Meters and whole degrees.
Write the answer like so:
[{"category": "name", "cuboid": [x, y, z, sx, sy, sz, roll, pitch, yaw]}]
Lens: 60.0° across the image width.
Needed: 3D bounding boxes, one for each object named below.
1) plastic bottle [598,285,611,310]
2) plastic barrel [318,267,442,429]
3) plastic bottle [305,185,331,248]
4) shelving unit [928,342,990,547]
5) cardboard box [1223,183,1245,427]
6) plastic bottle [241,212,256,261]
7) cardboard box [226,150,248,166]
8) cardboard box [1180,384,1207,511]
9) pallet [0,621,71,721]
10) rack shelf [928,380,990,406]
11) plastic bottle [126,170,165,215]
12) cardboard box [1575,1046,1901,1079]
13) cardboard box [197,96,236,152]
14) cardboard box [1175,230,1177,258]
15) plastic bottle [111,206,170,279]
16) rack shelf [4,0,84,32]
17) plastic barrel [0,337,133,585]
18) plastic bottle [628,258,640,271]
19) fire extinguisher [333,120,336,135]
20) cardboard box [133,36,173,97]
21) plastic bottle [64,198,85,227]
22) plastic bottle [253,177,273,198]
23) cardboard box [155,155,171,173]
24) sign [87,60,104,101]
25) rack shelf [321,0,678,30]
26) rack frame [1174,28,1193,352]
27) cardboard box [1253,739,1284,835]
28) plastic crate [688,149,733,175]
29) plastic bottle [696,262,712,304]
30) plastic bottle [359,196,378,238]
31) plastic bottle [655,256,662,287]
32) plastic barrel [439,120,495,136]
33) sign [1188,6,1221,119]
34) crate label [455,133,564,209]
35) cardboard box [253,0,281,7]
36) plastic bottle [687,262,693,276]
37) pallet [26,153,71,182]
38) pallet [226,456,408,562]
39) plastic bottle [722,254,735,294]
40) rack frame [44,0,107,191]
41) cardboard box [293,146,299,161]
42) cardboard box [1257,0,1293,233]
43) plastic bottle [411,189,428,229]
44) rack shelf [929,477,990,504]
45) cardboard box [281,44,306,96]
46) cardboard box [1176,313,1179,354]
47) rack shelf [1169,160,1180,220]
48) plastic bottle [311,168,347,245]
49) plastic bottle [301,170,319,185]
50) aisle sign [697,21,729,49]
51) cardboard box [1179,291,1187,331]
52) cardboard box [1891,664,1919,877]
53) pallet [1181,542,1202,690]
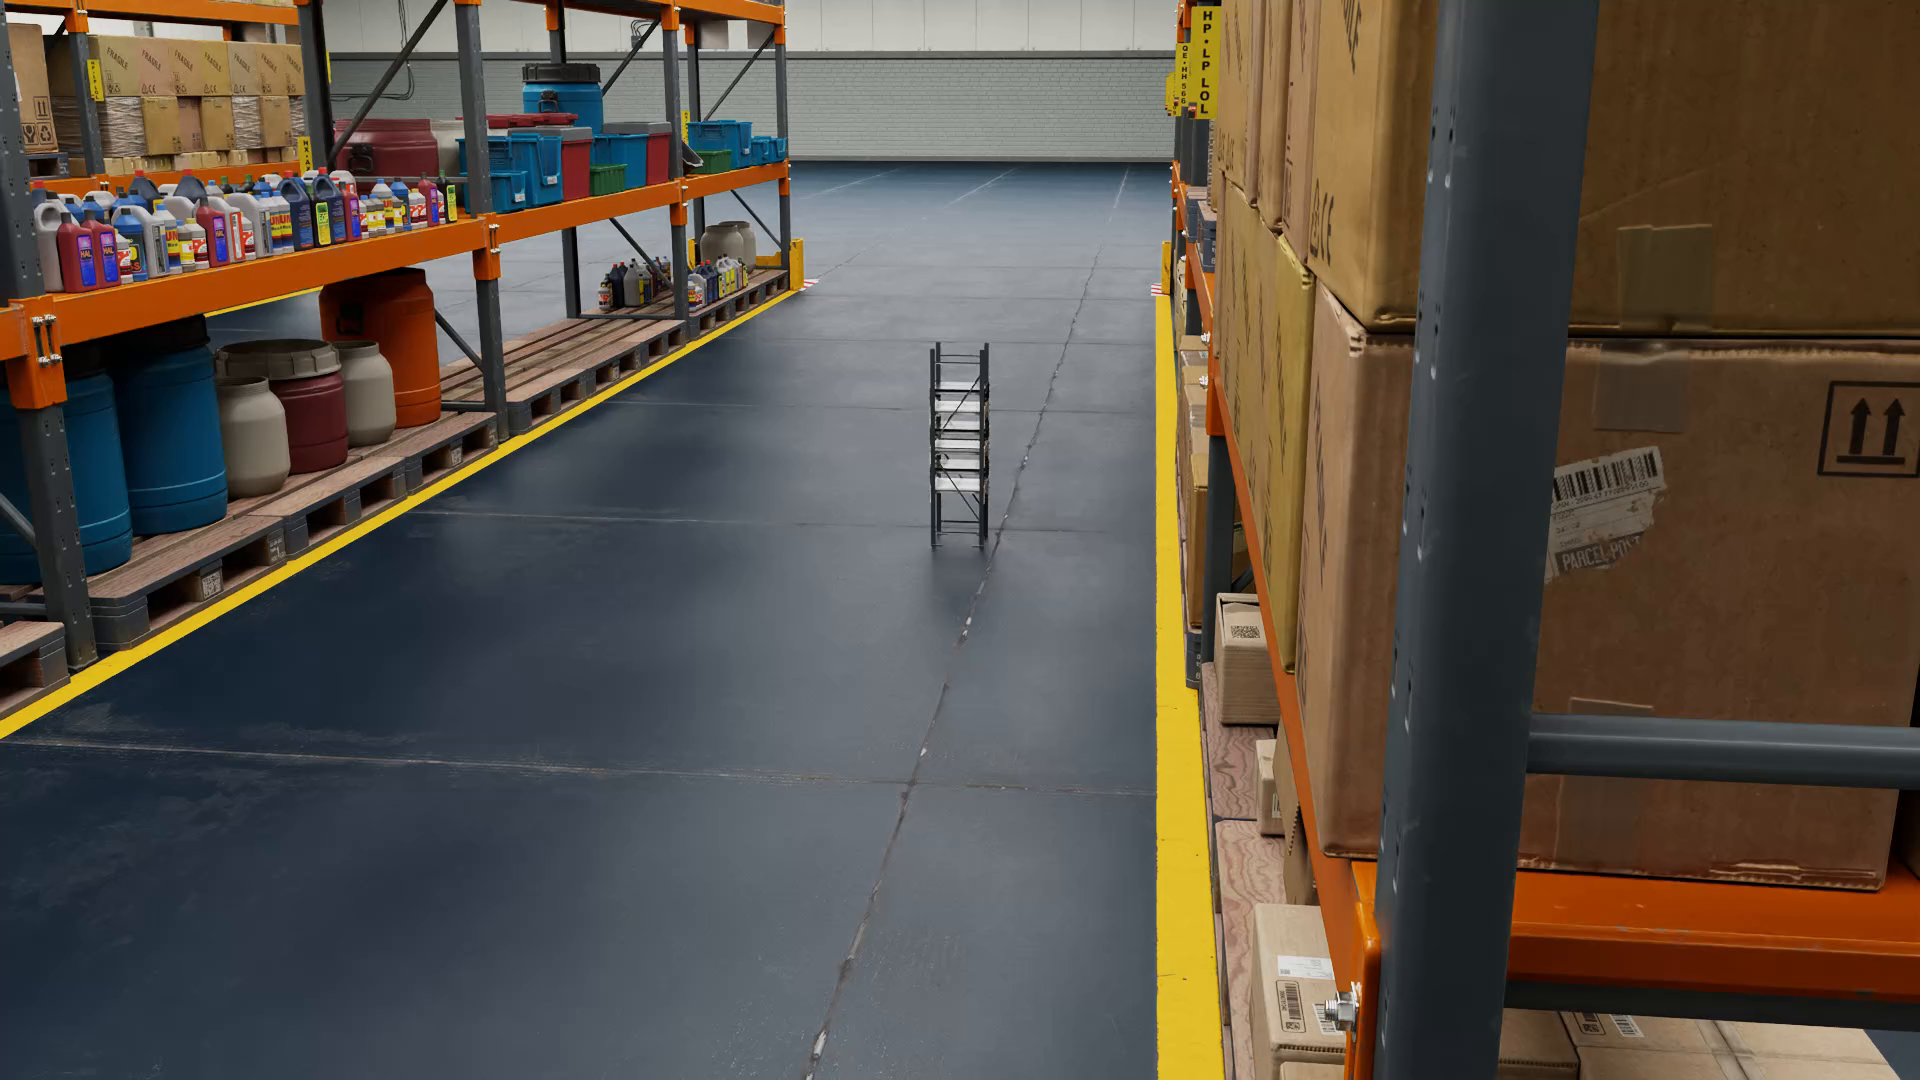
[{"category": "plastic bottle", "cuboid": [-2.994, -2.046, 14.001, 0.097, 0.201, 0.097, 0, 15, 0]}, {"category": "plastic barrel", "cuboid": [-3.215, -1.072, 9.232, 0.600, 0.830, 0.708, 2, 15, 6]}, {"category": "plastic bottle", "cuboid": [-2.963, -1.491, 7.654, 0.061, 0.283, 0.133, 2, 15, 6]}, {"category": "shelving unit", "cuboid": [-0.001, -0.432, 7.537, 0.258, 0.900, 0.210, 2, 15, 6]}, {"category": "cardboard box", "cuboid": [0.852, -0.521, 3.652, 0.500, 0.500, 0.500, 2, 15, 6]}, {"category": "plastic bottle", "cuboid": [-3.053, -1.289, 7.063, 0.097, 0.201, 0.097, 0, 15, 0]}, {"category": "cardboard box", "cuboid": [-7.087, -3.671, 15.975, 0.380, 0.149, 0.250, 2, 15, 6]}, {"category": "cardboard box", "cuboid": [1.240, -0.392, 7.311, 0.500, 0.500, 0.500, 1, 15, 4]}, {"category": "pallet", "cuboid": [-3.672, 0.531, 5.293, 1.003, 0.211, 1.213, 2, 15, 6]}, {"category": "rack shelf", "cuboid": [-0.001, -0.661, 7.475, 0.258, 0.077, 0.200, 2, 15, 6]}, {"category": "plastic bottle", "cuboid": [-3.725, -1.517, 7.619, 0.144, 0.351, 0.185, 2, 15, 6]}, {"category": "cardboard box", "cuboid": [1.242, 1.030, 2.530, 0.500, 0.250, 0.500, 2, 15, 6]}, {"category": "cardboard box", "cuboid": [-7.389, -3.924, 15.666, 0.875, 0.500, 0.500, 2, 15, 6]}, {"category": "cardboard box", "cuboid": [2.311, -2.947, 15.842, 0.500, 0.500, 0.500, 2, 15, 6]}, {"category": "plastic bottle", "cuboid": [-3.156, -1.151, 6.408, 0.152, 0.276, 0.135, 2, 15, 6]}, {"category": "rack shelf", "cuboid": [-7.872, -3.809, 11.635, 1.077, 0.370, 4.000, 2, 15, 6]}, {"category": "plastic barrel", "cuboid": [-3.550, -0.337, 6.377, 0.600, 0.901, 0.708, 2, 15, 6]}, {"category": "plastic bottle", "cuboid": [-2.881, -2.324, 14.743, 0.144, 0.351, 0.185, 2, 15, 6]}, {"category": "fire extinguisher", "cuboid": [-6.725, -4.244, 17.758, 0.296, 0.674, 0.183, 2, 15, 6]}, {"category": "cardboard box", "cuboid": [-7.288, -4.141, 14.553, 0.500, 0.500, 0.500, 2, 15, 6]}, {"category": "plastic bottle", "cuboid": [-3.681, -1.283, 6.907, 0.097, 0.271, 0.097, 0, 15, 0]}, {"category": "plastic bottle", "cuboid": [-3.579, -1.728, 8.553, 0.097, 0.271, 0.097, 0, 15, 0]}, {"category": "cardboard box", "cuboid": [-7.263, -3.348, 14.779, 0.380, 0.149, 0.250, 2, 15, 6]}, {"category": "sign", "cuboid": [-7.095, -3.771, 13.643, 0.100, 0.325, 0.005, 2, 15, 6]}, {"category": "rack shelf", "cuboid": [-2.951, -3.664, 11.096, 1.077, 0.370, 4.000, 2, 15, 6]}, {"category": "rack frame", "cuboid": [2.196, -2.935, 12.769, 1.000, 3.000, 0.127, 2, 15, 6]}, {"category": "cardboard box", "cuboid": [0.943, 0.623, 4.198, 0.380, 0.166, 0.250, 2, 15, 6]}, {"category": "plastic crate", "cuboid": [-2.292, -3.323, 14.611, 0.450, 0.188, 0.662, 2, 15, 6]}, {"category": "plastic bottle", "cuboid": [-2.222, -2.212, 14.329, 0.144, 0.351, 0.185, 2, 15, 8]}, {"category": "plastic bottle", "cuboid": [-2.922, -1.590, 8.176, 0.097, 0.201, 0.097, 0, 15, 0]}, {"category": "plastic bottle", "cuboid": [-2.832, -2.501, 15.525, 0.061, 0.283, 0.133, 2, 15, 7]}, {"category": "plastic barrel", "cuboid": [-3.225, -2.480, 10.874, 0.421, 0.512, 0.421, 0, 15, 0]}, {"category": "sign", "cuboid": [0.741, -1.434, 5.001, 0.100, 0.325, 0.005, 2, 15, 6]}, {"category": "crate label", "cuboid": [-2.796, -2.311, 10.394, 0.502, 0.435, 0.616, 2, 15, 6]}, {"category": "cardboard box", "cuboid": [-7.051, -5.378, 16.347, 0.500, 0.250, 0.500, 2, 15, 7]}, {"category": "plastic bottle", "cuboid": [-2.365, -2.217, 14.345, 0.144, 0.351, 0.185, 2, 15, 6]}, {"category": "pallet", "cuboid": [-7.877, -2.941, 13.159, 1.003, 0.211, 1.213, 2, 15, 6]}, {"category": "pallet", "cuboid": [-3.364, -0.177, 7.911, 1.003, 0.211, 1.213, 2, 15, 6]}, {"category": "plastic bottle", "cuboid": [-2.132, -2.420, 15.096, 0.144, 0.351, 0.185, 2, 15, 9]}, {"category": "rack frame", "cuboid": [-7.647, -3.227, 13.851, 1.000, 3.000, 0.127, 2, 15, 6]}, {"category": "cardboard box", "cuboid": [-7.051, -3.999, 17.185, 0.380, 0.149, 0.250, 2, 15, 6]}, {"category": "cardboard box", "cuboid": [0.729, -0.742, 2.554, 0.500, 0.500, 0.500, 2, 15, 8]}, {"category": "plastic bottle", "cuboid": [-2.856, -1.741, 8.737, 0.097, 0.201, 0.097, 0, 15, 0]}, {"category": "rack shelf", "cuboid": [-0.001, -0.226, 7.592, 0.258, 0.077, 0.200, 2, 15, 6]}, {"category": "cardboard box", "cuboid": [-7.012, -4.789, 16.951, 0.500, 0.500, 0.500, 2, 15, 6]}, {"category": "cardboard box", "cuboid": [1.790, -1.446, 11.726, 0.500, 0.250, 0.500, 1, 15, 5]}, {"category": "rack shelf", "cuboid": [2.422, -3.106, 14.781, 1.077, 0.370, 4.000, 2, 15, 6]}, {"category": "plastic bottle", "cuboid": [-2.987, -1.566, 7.803, 0.144, 0.351, 0.185, 2, 15, 6]}, {"category": "plastic bottle", "cuboid": [-3.547, -1.882, 9.111, 0.152, 0.276, 0.135, 2, 15, 6]}, {"category": "aisle sign", "cuboid": [-2.557, -5.401, 16.910, 0.394, 0.787, 0.004, 2, 15, 6]}, {"category": "cardboard box", "cuboid": [1.671, -1.452, 10.675, 0.500, 0.311, 0.500, 2, 15, 6]}, {"category": "cardboard box", "cuboid": [1.154, 0.022, 1.642, 0.500, 0.500, 0.500, 2, 15, 7]}, {"category": "pallet", "cuboid": [1.347, 0.274, 6.244, 1.003, 0.211, 1.213, 2, 15, 6]}]
